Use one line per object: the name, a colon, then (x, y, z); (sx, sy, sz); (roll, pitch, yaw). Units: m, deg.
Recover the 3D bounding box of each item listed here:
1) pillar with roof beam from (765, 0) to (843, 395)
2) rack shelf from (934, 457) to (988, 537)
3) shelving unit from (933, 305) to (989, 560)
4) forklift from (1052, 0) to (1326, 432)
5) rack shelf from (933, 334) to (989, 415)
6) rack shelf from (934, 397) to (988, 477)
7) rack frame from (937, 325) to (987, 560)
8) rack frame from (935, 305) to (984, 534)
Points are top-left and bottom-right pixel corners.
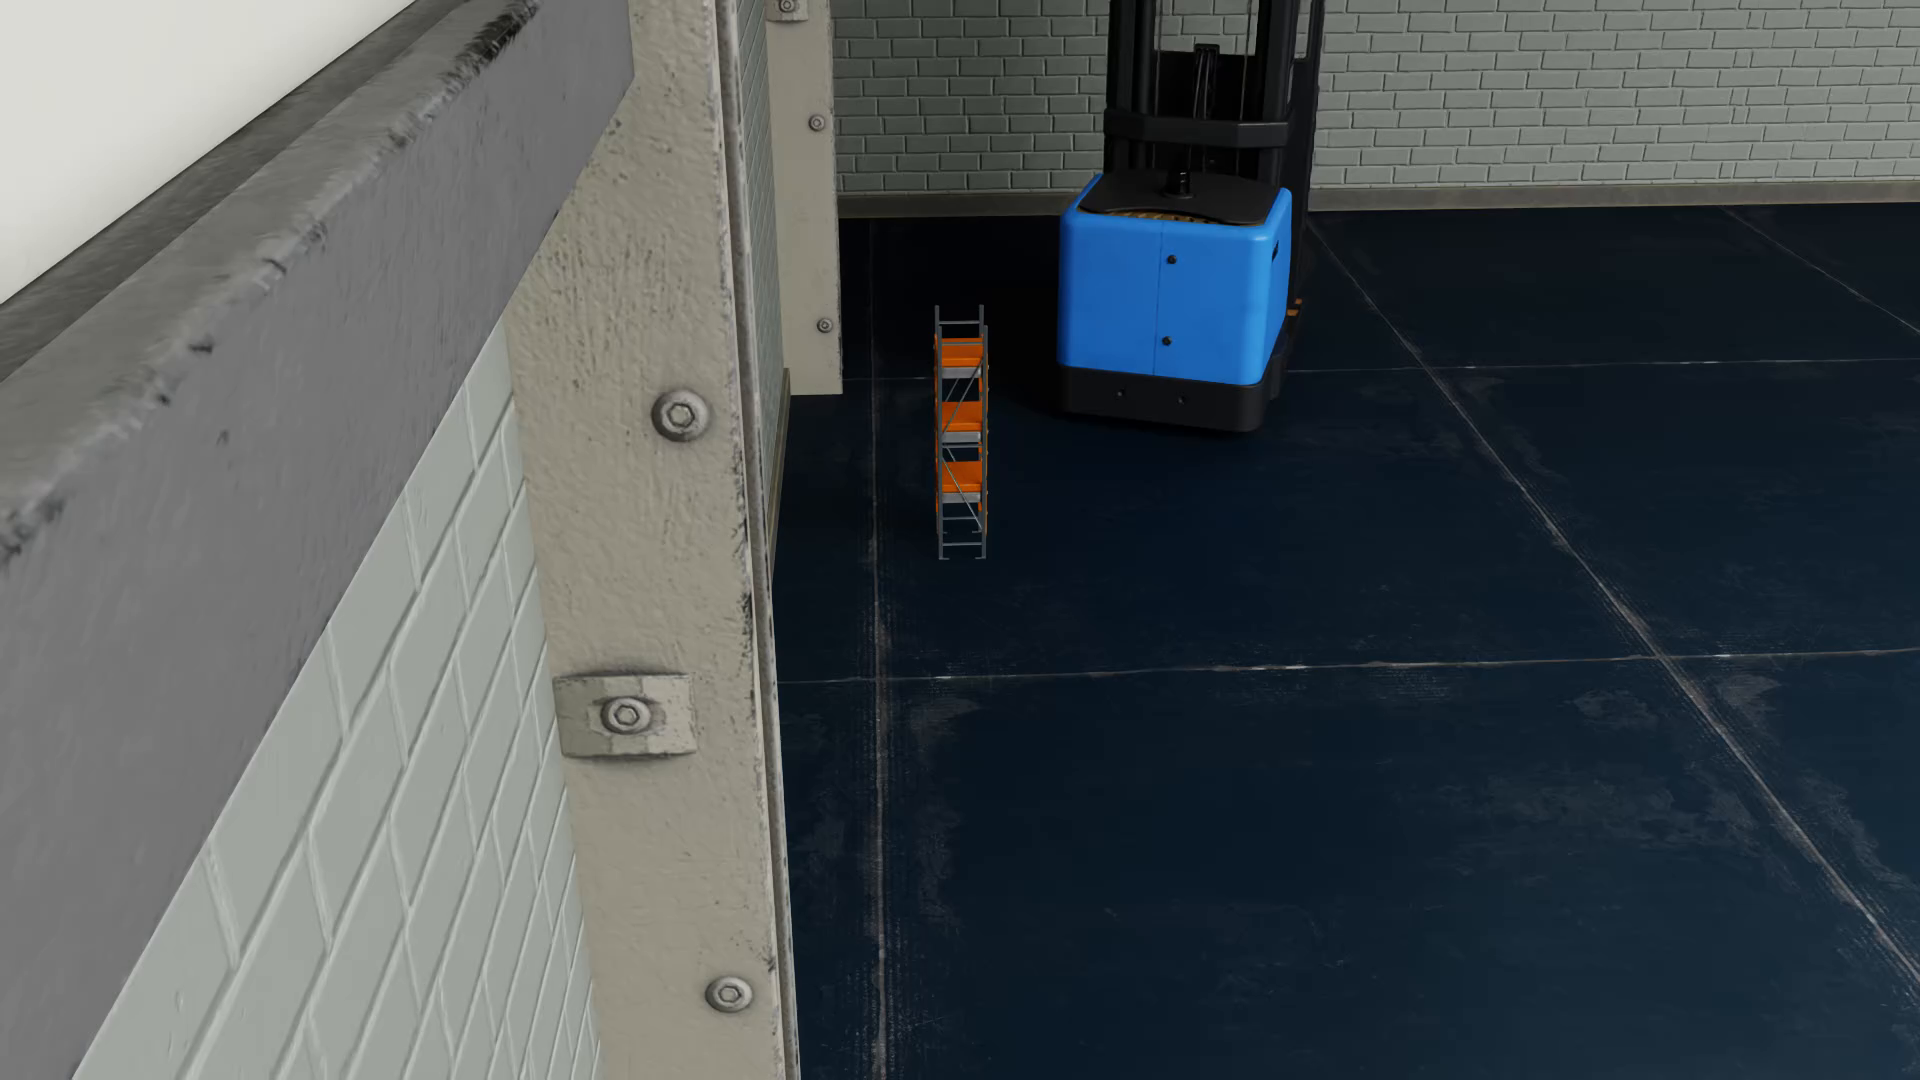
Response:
pillar with roof beam: (3.519, -4.948, 7.006); (9.100, 9.000, 0.400); (-1, 28, -3)
rack shelf: (0.003, -0.185, 7.093); (0.215, 0.259, 0.240); (-1, 28, -3)
shelving unit: (0.003, -0.441, 6.960); (0.215, 1.050, 0.252); (-1, 28, -3)
forklift: (1.377, -2.489, 8.854); (1.130, 2.935, 3.031); (8, 29, 15)
rack shelf: (0.003, -0.683, 6.834); (0.215, 0.259, 0.240); (-1, 28, -3)
rack shelf: (0.003, -0.431, 6.965); (0.215, 0.259, 0.240); (-1, 28, -3)
rack frame: (0.009, -0.384, 6.852); (0.200, 1.050, 0.008); (-1, 28, -3)
rack frame: (-0.004, -0.497, 7.068); (0.200, 1.050, 0.008); (-1, 28, -3)
